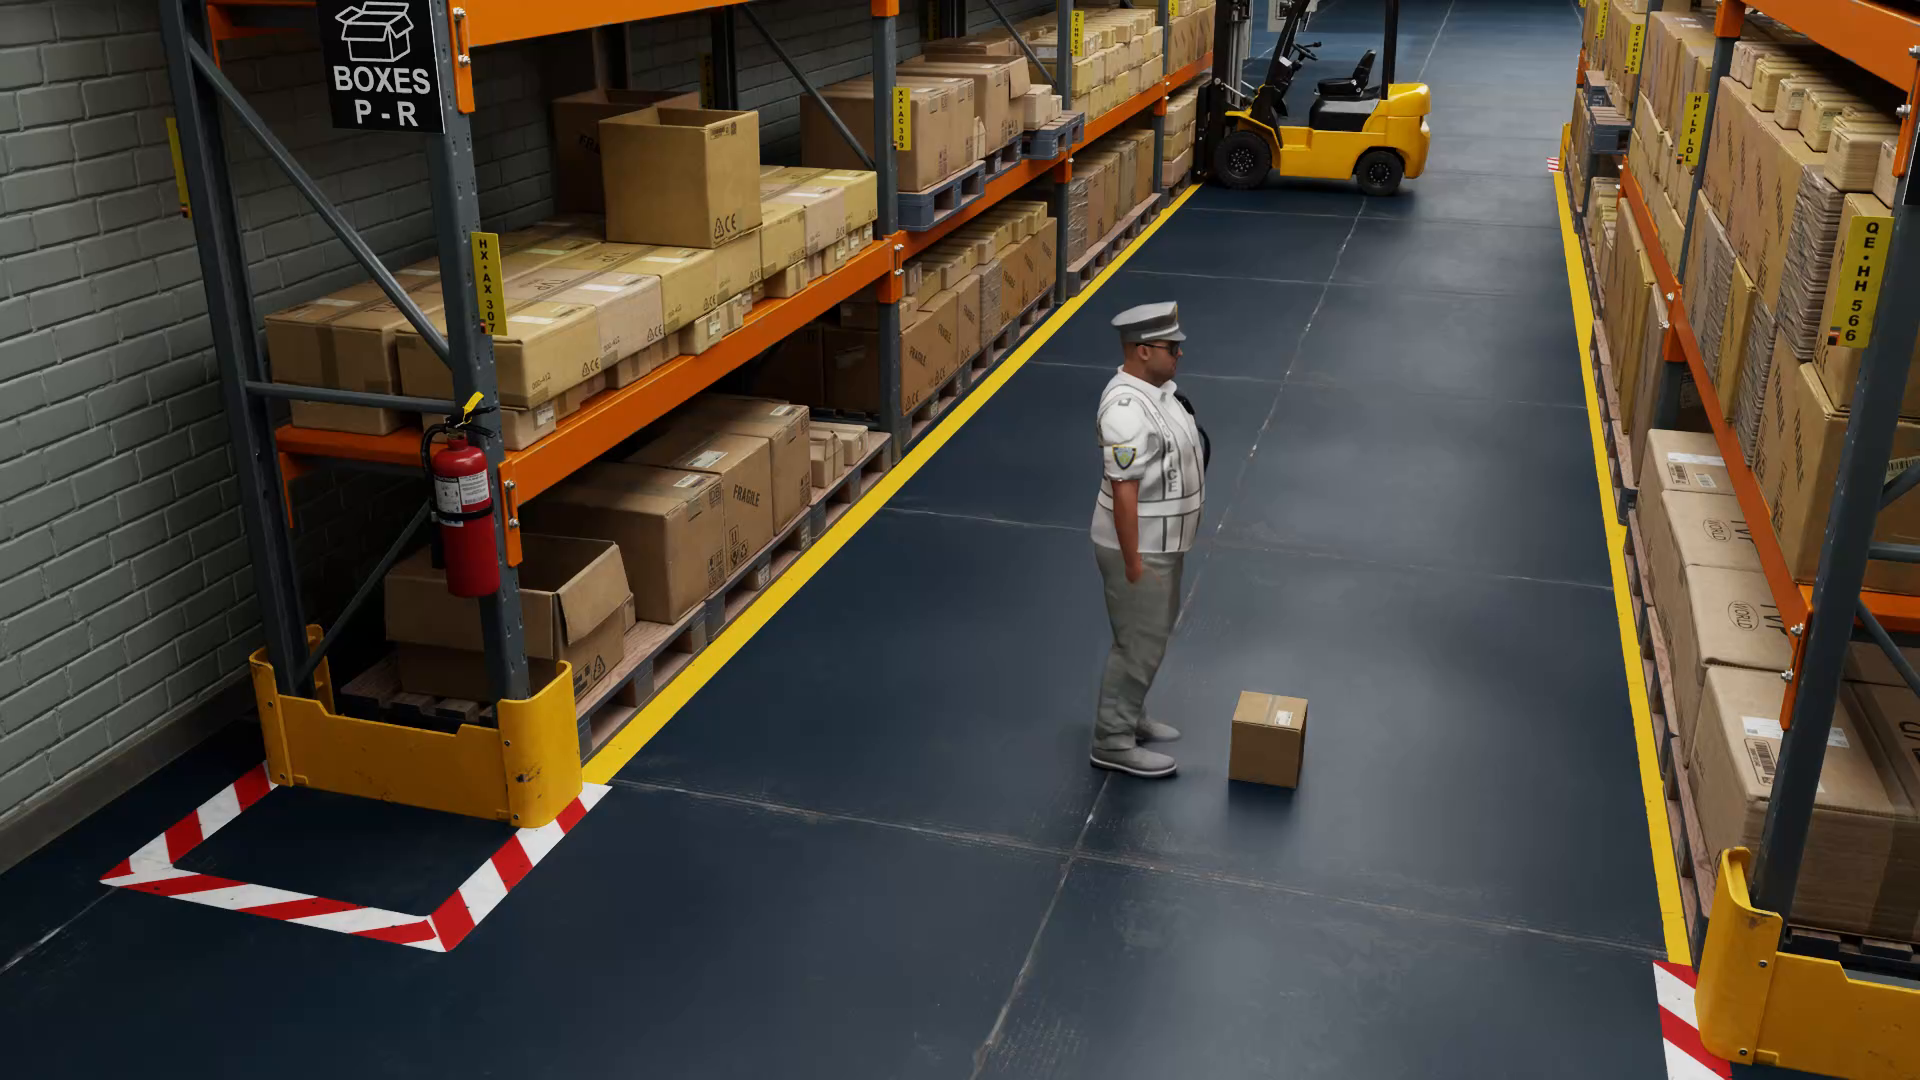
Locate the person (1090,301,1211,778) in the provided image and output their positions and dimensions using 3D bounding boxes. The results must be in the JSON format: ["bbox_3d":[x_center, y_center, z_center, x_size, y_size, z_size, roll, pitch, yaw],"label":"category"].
[{"bbox_3d":[0.689,0.003,6.101,0.392,1.778,0.526,7,23,17],"label":"person"}]
